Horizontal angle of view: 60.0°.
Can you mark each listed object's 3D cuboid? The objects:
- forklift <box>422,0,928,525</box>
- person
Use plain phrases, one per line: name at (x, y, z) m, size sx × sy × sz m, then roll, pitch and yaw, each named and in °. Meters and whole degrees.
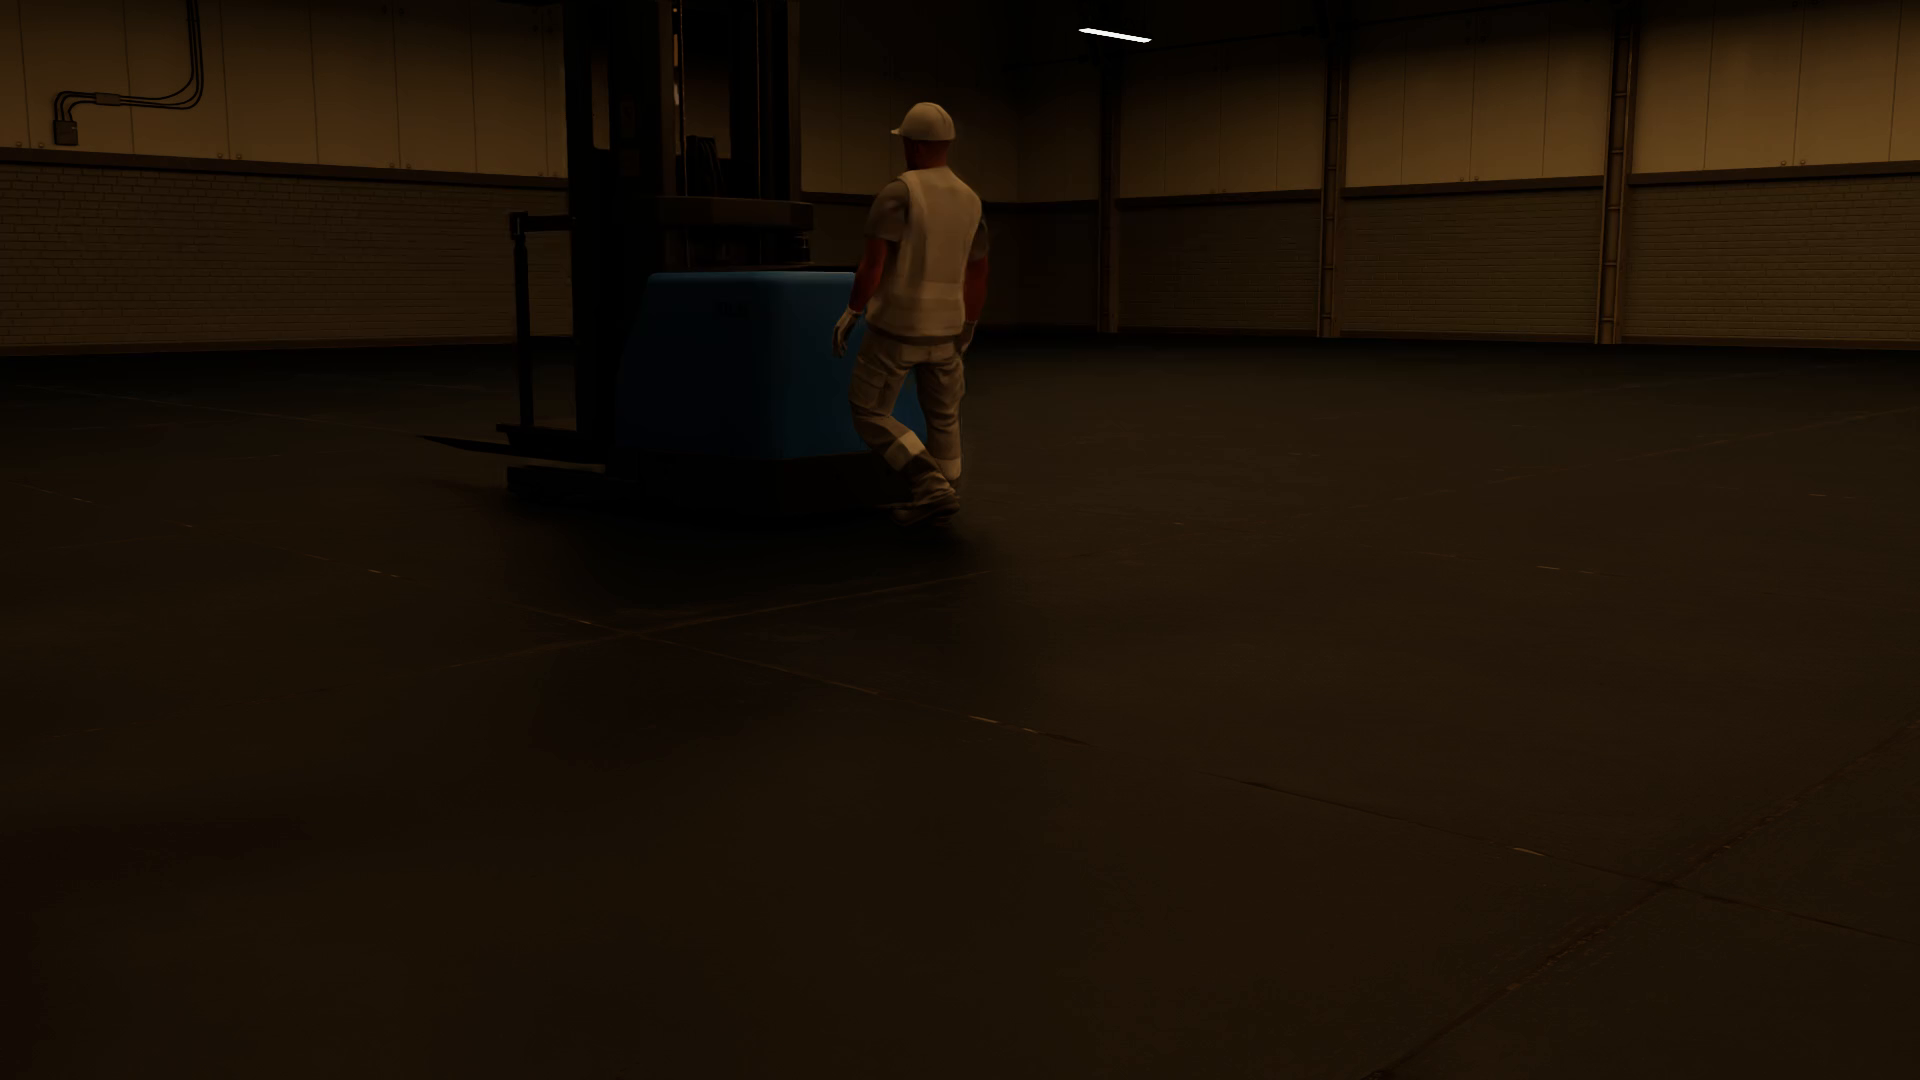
forklift at (-1.540, -1.671, 7.974) m, size 3.031 × 2.935 × 1.130 m, roll 8°, pitch 11°, yaw 42°
person at (-0.245, -0.870, 6.754) m, size 0.718 × 1.737 × 0.696 m, roll -7°, pitch 11°, yaw -38°
